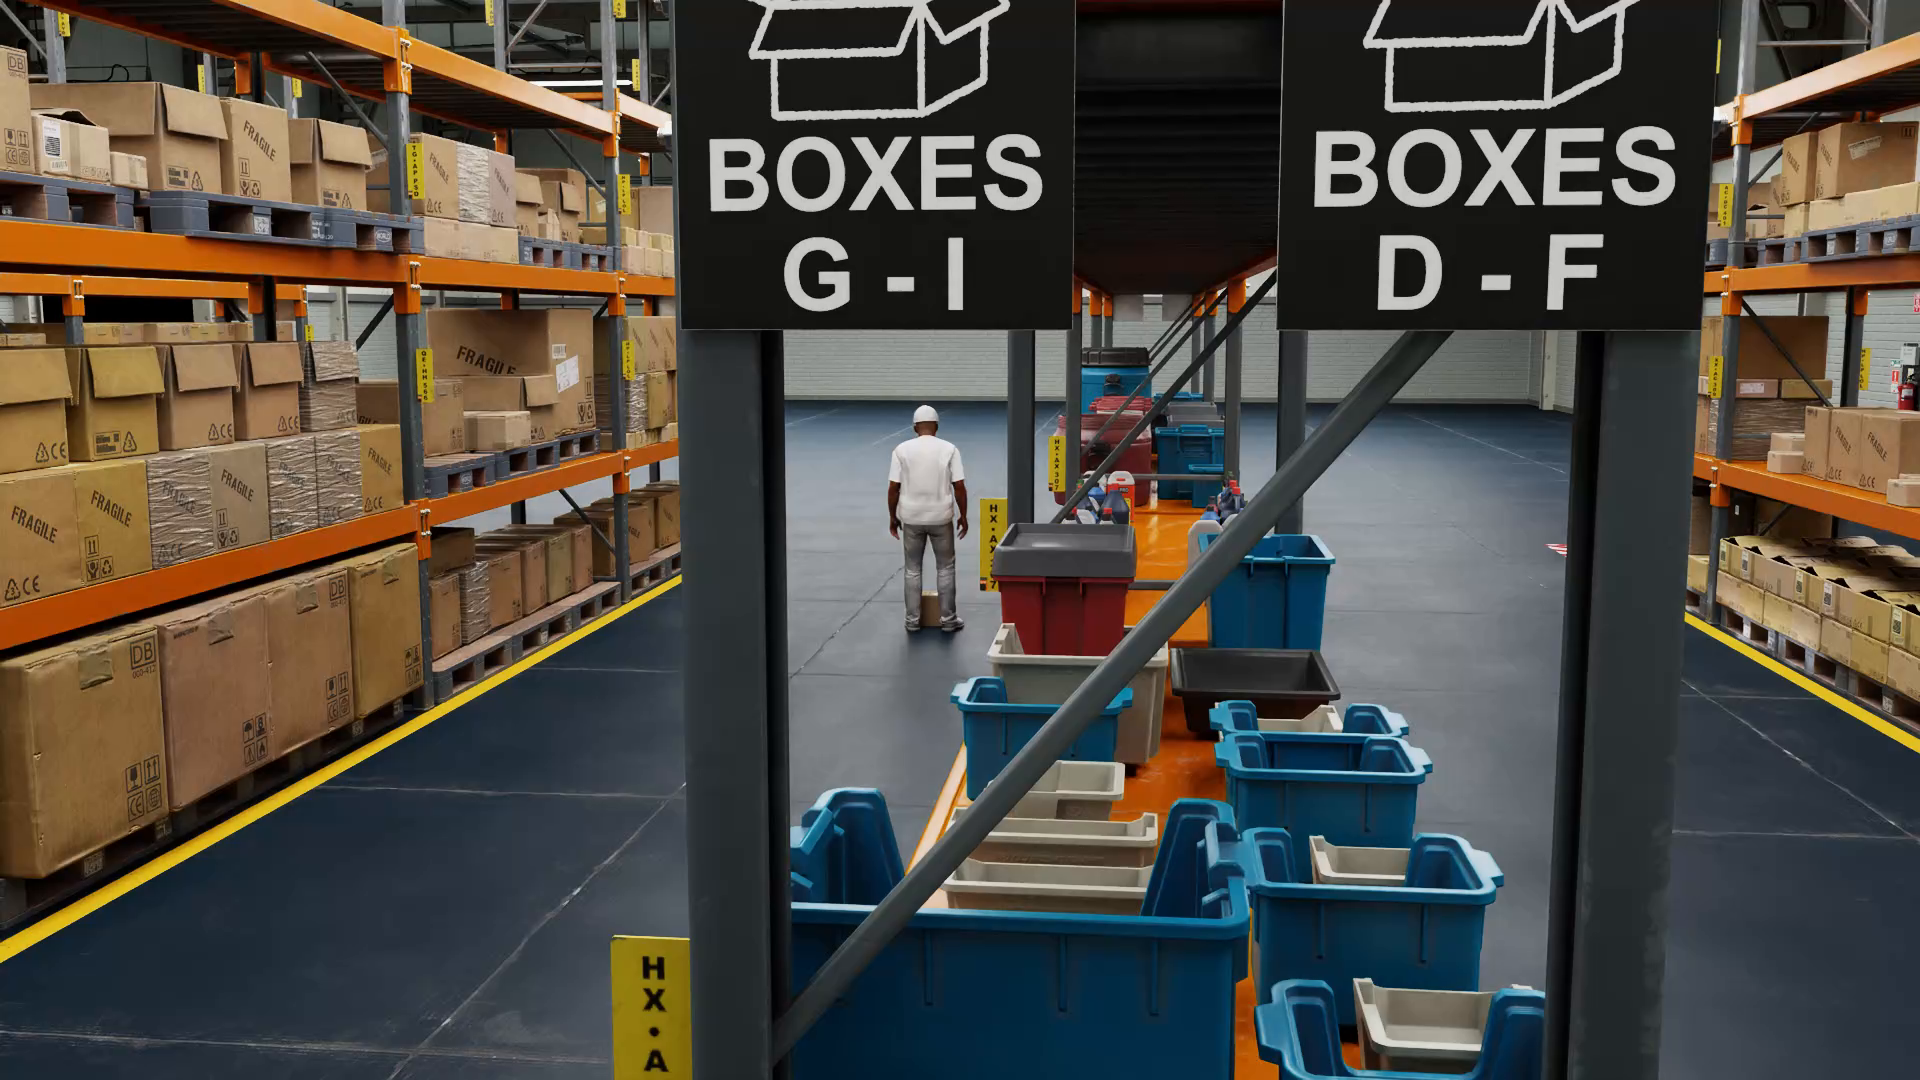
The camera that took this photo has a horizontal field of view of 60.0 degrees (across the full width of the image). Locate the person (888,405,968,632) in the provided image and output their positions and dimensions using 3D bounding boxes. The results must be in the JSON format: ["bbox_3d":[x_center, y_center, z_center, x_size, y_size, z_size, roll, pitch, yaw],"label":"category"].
[{"bbox_3d":[-0.248,-0.169,12.999,0.626,1.760,0.458,1,8,5],"label":"person"}]
